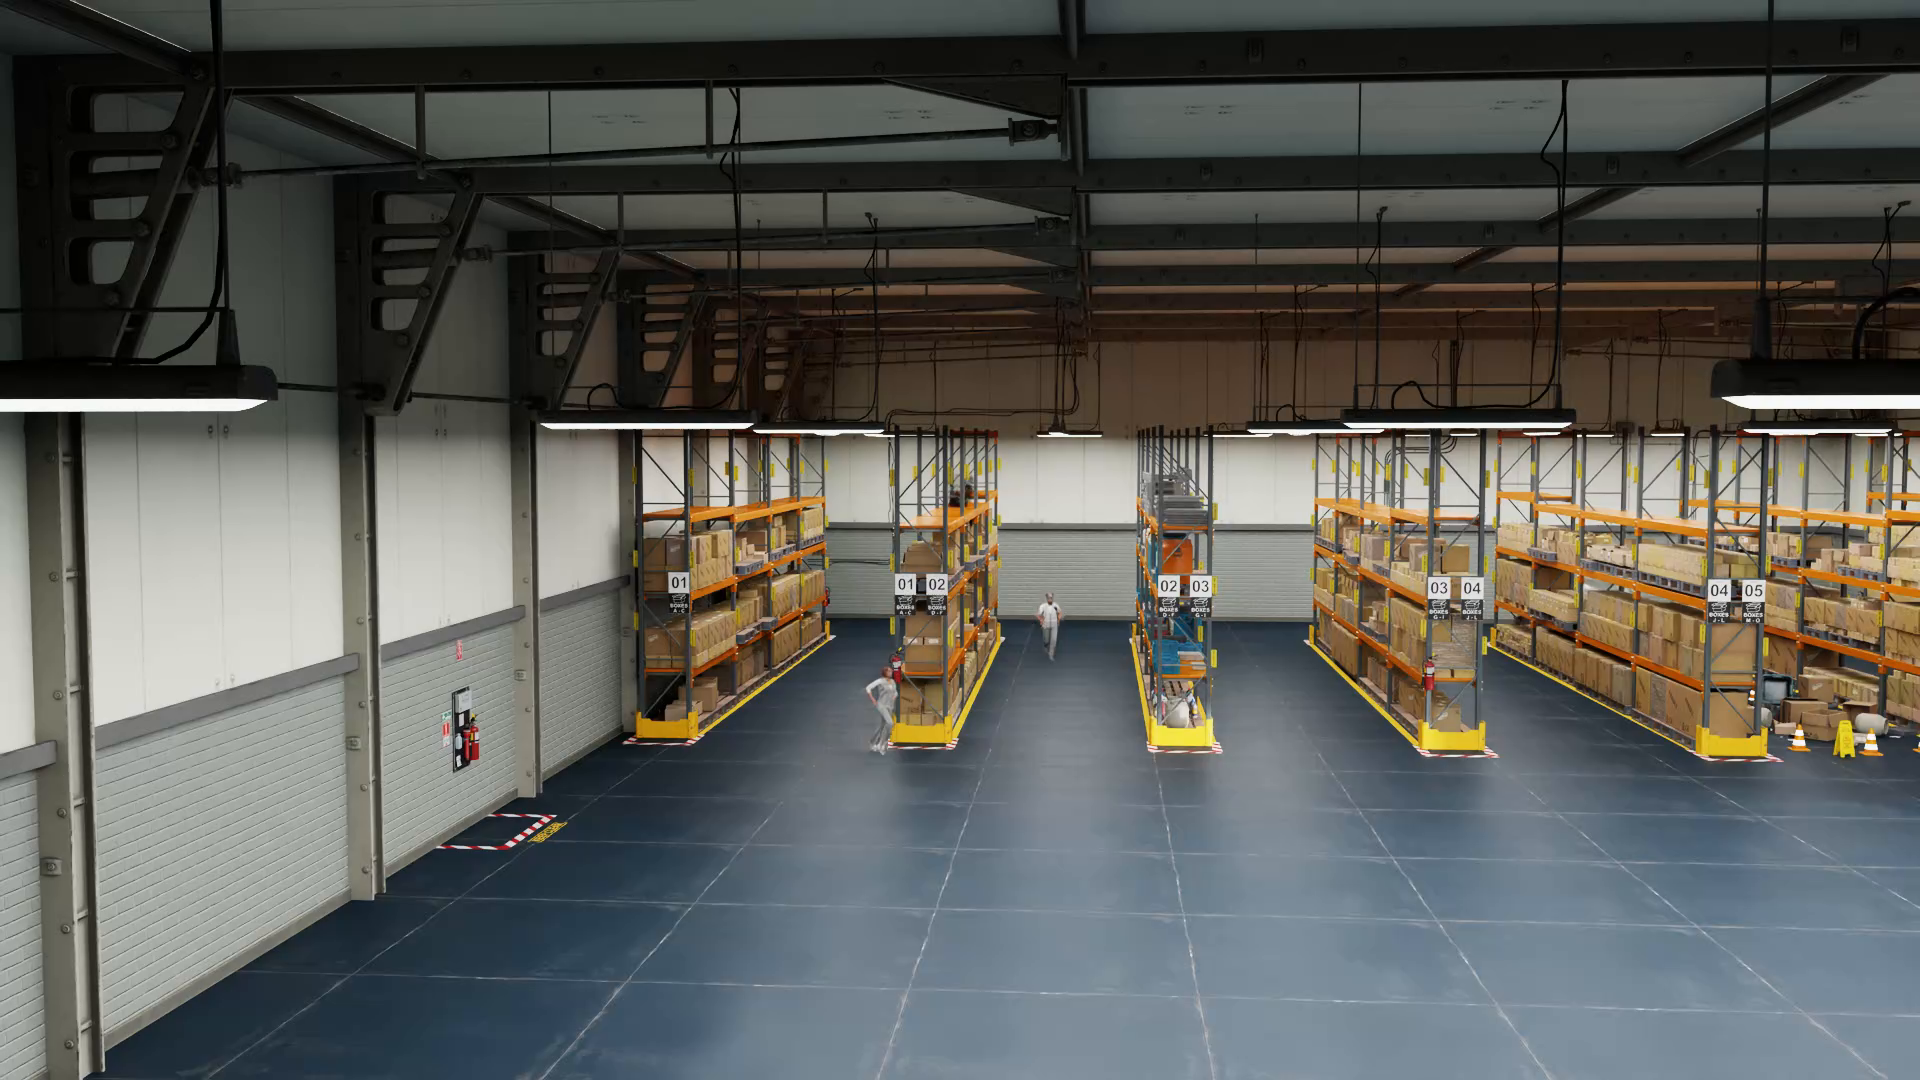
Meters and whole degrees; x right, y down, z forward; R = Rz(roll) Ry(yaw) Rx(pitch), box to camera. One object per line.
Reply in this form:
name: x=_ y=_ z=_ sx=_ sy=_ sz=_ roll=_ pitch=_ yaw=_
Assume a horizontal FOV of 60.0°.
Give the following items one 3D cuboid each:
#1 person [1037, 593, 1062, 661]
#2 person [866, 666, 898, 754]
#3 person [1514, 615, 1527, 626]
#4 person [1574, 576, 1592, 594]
person: x=2.358 y=2.249 z=43.529 sx=0.663 sy=1.761 sz=0.687 roll=0 pitch=3 yaw=-4
person: x=-1.392 y=3.112 z=30.534 sx=0.598 sy=1.597 sz=0.555 roll=2 pitch=4 yaw=35
person: x=15.943 y=2.029 z=47.152 sx=0.894 sy=1.707 sz=0.673 roll=2 pitch=4 yaw=36
person: x=17.902 y=1.942 z=47.986 sx=0.898 sy=1.846 sz=0.705 roll=0 pitch=3 yaw=-4
